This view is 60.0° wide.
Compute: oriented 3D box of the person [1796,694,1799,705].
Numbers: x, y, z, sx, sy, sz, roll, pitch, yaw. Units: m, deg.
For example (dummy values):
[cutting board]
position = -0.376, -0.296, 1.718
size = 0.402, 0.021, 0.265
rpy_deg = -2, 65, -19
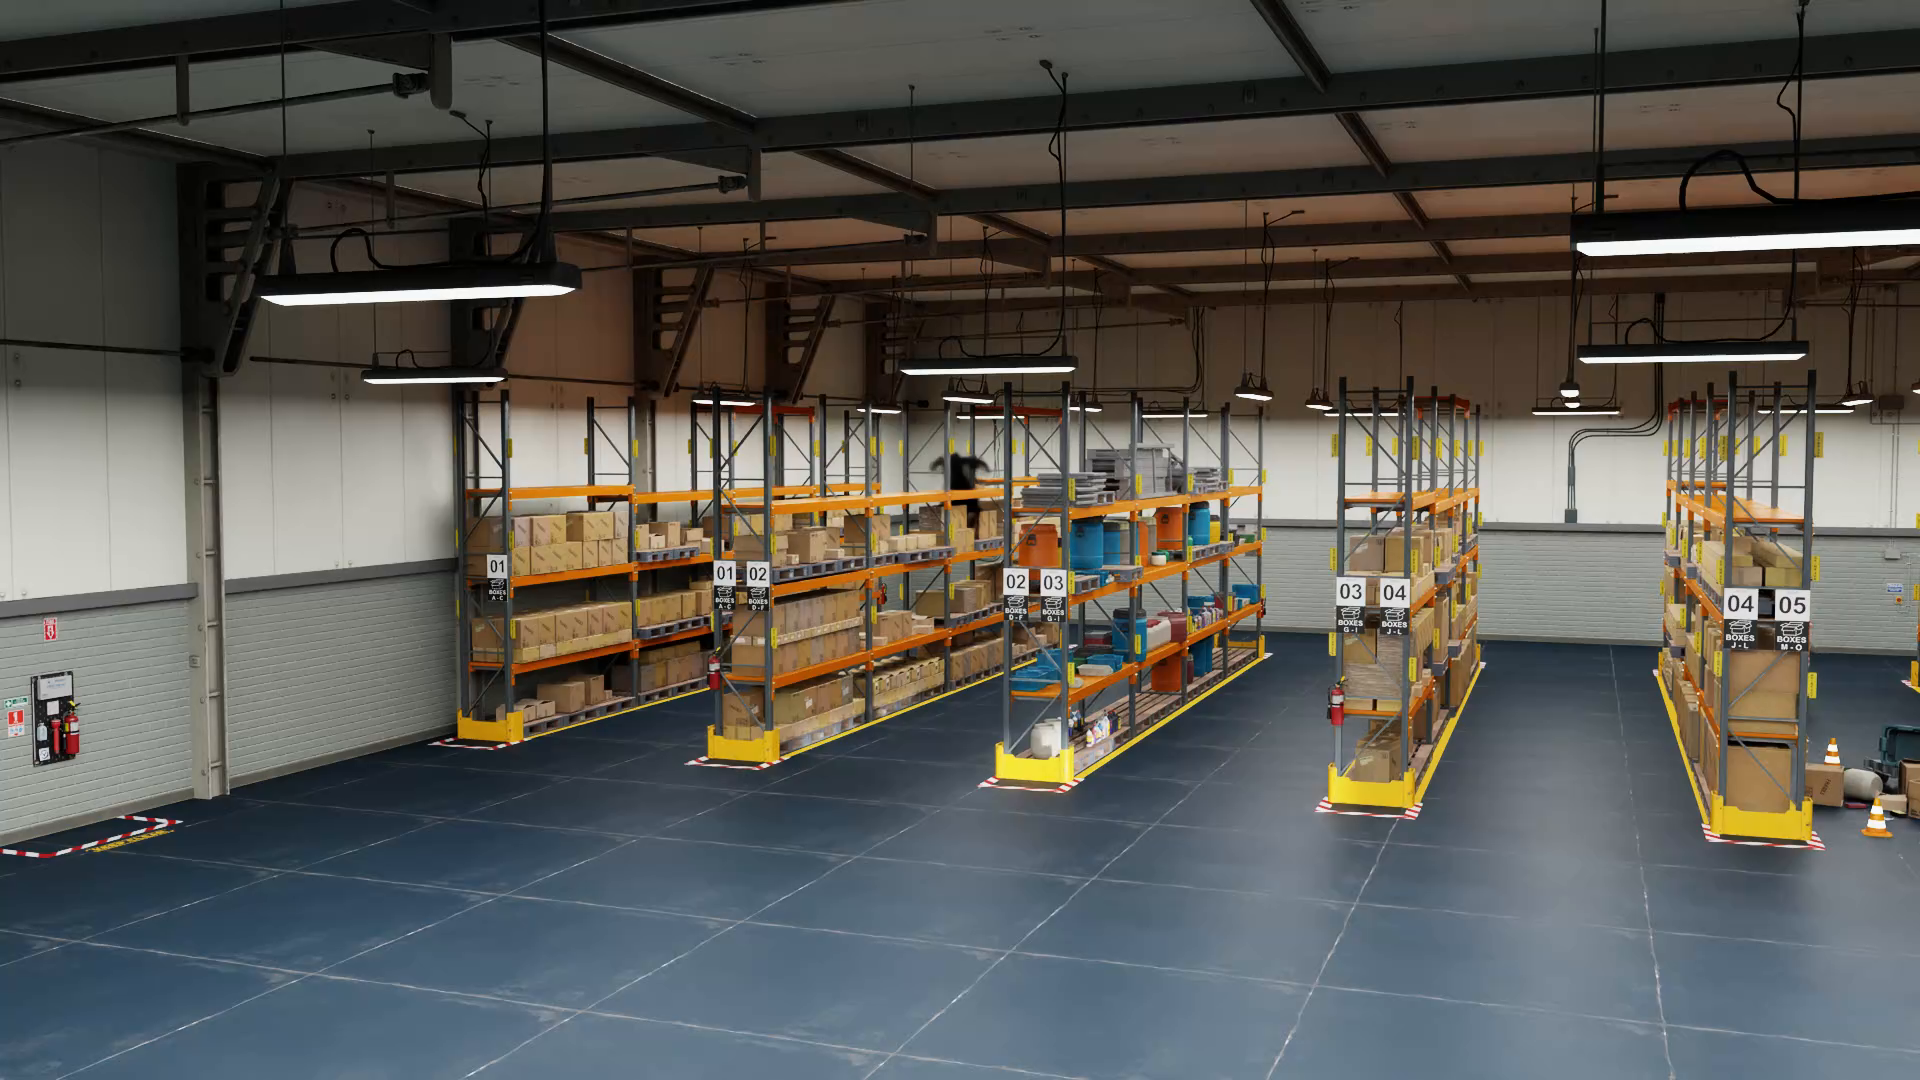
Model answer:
[person]
position = 16.178, 2.358, 32.312
size = 0.661, 1.740, 0.840
rpy_deg = 1, 3, 10
